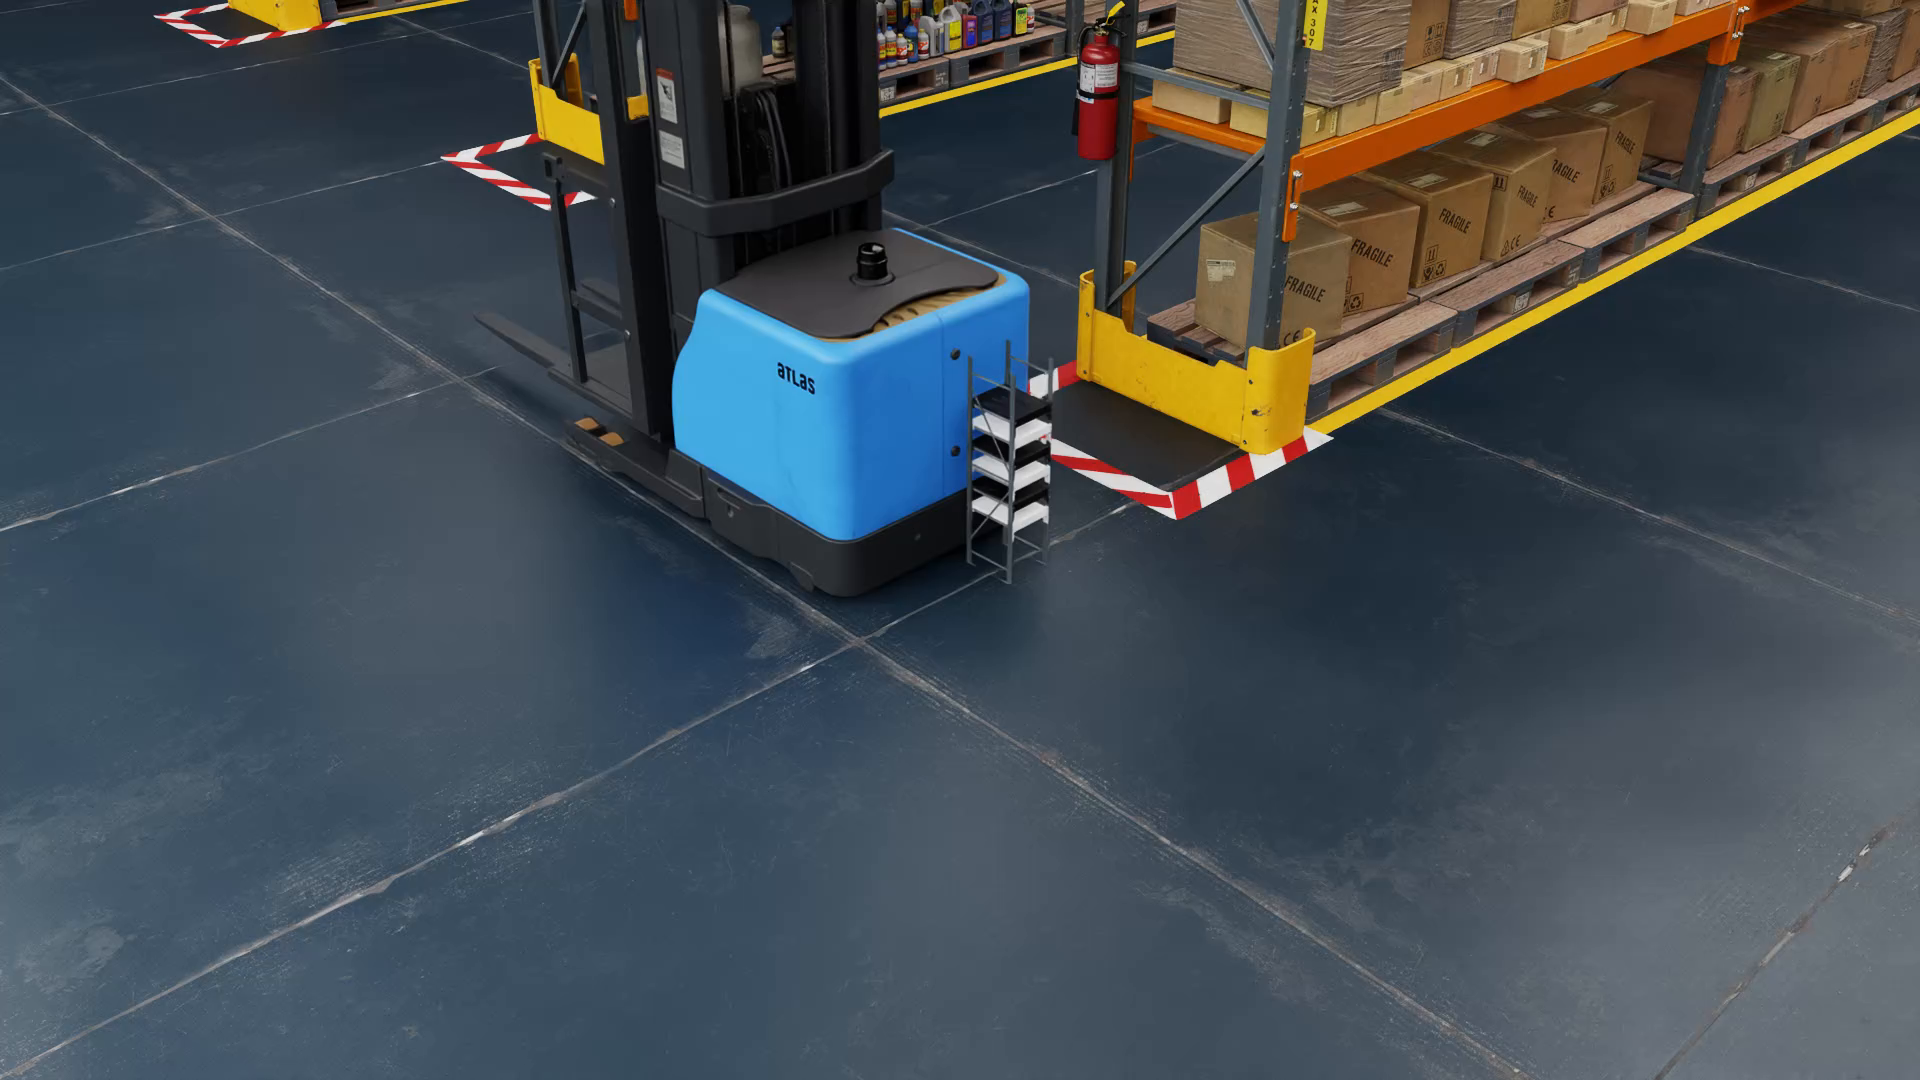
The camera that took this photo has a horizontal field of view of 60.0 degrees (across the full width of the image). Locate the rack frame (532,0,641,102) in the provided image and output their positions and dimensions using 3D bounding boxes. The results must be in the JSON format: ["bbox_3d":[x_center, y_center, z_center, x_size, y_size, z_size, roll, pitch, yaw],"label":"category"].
[{"bbox_3d":[-2.363,-3.794,10.080,0.127,3.000,1.000,-26,40,-35],"label":"rack frame"}]

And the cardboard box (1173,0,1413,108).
[{"bbox_3d":[1.426,-2.254,7.180,0.500,0.500,0.875,-26,40,-35],"label":"cardboard box"}]

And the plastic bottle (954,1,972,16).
[{"bbox_3d":[0.034,-3.880,12.409,0.135,0.276,0.152,-26,40,-35],"label":"plastic bottle"}]

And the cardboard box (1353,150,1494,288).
[{"bbox_3d":[2.361,-1.667,8.595,0.500,0.500,0.500,-22,38,-31],"label":"cardboard box"}]

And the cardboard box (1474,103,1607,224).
[{"bbox_3d":[3.202,-2.099,9.300,0.500,0.500,0.500,-13,34,-21],"label":"cardboard box"}]

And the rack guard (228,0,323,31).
[{"bbox_3d":[-5.746,-4.616,13.819,0.348,0.500,1.175,-26,40,-35],"label":"rack guard"}]

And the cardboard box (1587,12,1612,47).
[{"bbox_3d":[3.029,-2.598,8.365,0.250,0.149,0.380,-26,40,-35],"label":"cardboard box"}]

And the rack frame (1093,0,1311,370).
[{"bbox_3d":[1.004,-1.900,6.981,0.127,3.000,1.000,-26,40,-35],"label":"rack frame"}]

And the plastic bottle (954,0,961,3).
[{"bbox_3d":[-0.036,-4.226,13.046,0.097,0.201,0.097,0,31,0],"label":"plastic bottle"}]

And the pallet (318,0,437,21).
[{"bbox_3d":[-5.196,-4.788,14.378,1.213,0.211,1.003,-26,40,-35],"label":"pallet"}]

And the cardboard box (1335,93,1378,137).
[{"bbox_3d":[1.572,-1.884,7.196,0.250,0.149,0.380,-26,40,-35],"label":"cardboard box"}]

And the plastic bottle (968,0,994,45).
[{"bbox_3d":[0.153,-3.864,12.311,0.144,0.351,0.185,27,40,37],"label":"plastic bottle"}]

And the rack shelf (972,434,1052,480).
[{"bbox_3d":[0.186,-0.337,6.330,0.200,0.077,0.258,-27,41,-37],"label":"rack shelf"}]

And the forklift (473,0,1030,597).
[{"bbox_3d":[-1.097,-1.713,6.741,1.130,2.935,3.031,-26,40,-36],"label":"forklift"}]

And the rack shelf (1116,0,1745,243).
[{"bbox_3d":[2.471,-2.302,8.329,4.000,0.370,1.077,-26,40,-35],"label":"rack shelf"}]

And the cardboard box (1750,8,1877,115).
[{"bbox_3d":[5.584,-3.208,11.095,0.500,0.500,0.700,-22,38,-32],"label":"cardboard box"}]

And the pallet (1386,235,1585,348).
[{"bbox_3d":[2.574,-1.442,8.906,1.213,0.211,1.003,-26,40,-35],"label":"pallet"}]

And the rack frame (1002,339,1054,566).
[{"bbox_3d":[0.259,-0.326,6.421,0.006,0.900,0.240,-27,41,-37],"label":"rack frame"}]

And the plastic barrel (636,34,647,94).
[{"bbox_3d":[-1.933,-3.175,11.049,0.421,0.512,0.421,0,31,0],"label":"plastic barrel"}]

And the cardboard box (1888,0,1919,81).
[{"bbox_3d":[6.393,-3.613,11.758,0.700,0.500,0.500,27,40,36],"label":"cardboard box"}]

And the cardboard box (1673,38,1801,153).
[{"bbox_3d":[4.765,-2.811,10.447,0.500,0.500,0.700,-26,40,-36],"label":"cardboard box"}]

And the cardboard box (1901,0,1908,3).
[{"bbox_3d":[6.400,-3.929,11.556,0.500,0.250,0.500,-24,39,-34],"label":"cardboard box"}]

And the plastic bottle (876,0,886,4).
[{"bbox_3d":[-0.592,-4.005,12.606,0.133,0.283,0.061,-24,39,-33],"label":"plastic bottle"}]

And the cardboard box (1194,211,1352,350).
[{"bbox_3d":[1.474,-1.228,7.876,0.500,0.500,0.500,-18,36,-27],"label":"cardboard box"}]

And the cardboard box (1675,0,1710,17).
[{"bbox_3d":[3.790,-2.938,8.920,0.250,0.149,0.380,-26,40,-35],"label":"cardboard box"}]

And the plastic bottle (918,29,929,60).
[{"bbox_3d":[-0.274,-3.577,11.985,0.097,0.201,0.097,0,31,0],"label":"plastic bottle"}]

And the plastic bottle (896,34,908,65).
[{"bbox_3d":[-0.425,-3.504,11.866,0.097,0.201,0.097,0,31,0],"label":"plastic bottle"}]

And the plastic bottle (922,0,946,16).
[{"bbox_3d":[-0.206,-4.088,12.678,0.185,0.351,0.144,-26,40,-35],"label":"plastic bottle"}]

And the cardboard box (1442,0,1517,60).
[{"bbox_3d":[2.107,-2.638,7.808,0.500,0.500,0.875,-26,40,-35],"label":"cardboard box"}]

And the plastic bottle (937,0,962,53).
[{"bbox_3d":[-0.084,-3.749,12.124,0.185,0.351,0.144,-26,40,-36],"label":"plastic bottle"}]

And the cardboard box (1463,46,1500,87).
[{"bbox_3d":[2.287,-2.248,7.792,0.250,0.149,0.380,-26,40,-35],"label":"cardboard box"}]

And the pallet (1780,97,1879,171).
[{"bbox_3d":[5.402,-2.841,11.193,1.213,0.211,1.003,-26,40,-35],"label":"pallet"}]

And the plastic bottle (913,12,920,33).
[{"bbox_3d":[-0.279,-3.705,12.116,0.133,0.283,0.061,-26,40,-35],"label":"plastic bottle"}]

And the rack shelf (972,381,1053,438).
[{"bbox_3d":[0.186,-0.491,6.236,0.200,0.077,0.258,-27,41,-37],"label":"rack shelf"}]

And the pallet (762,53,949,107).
[{"bbox_3d":[-0.846,-3.366,12.053,1.213,0.211,1.003,-26,40,-35],"label":"pallet"}]

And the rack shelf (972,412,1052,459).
[{"bbox_3d":[0.186,-0.414,6.283,0.200,0.077,0.258,-27,41,-37],"label":"rack shelf"}]

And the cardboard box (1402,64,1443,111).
[{"bbox_3d":[1.935,-2.063,7.490,0.250,0.149,0.380,-26,40,-35],"label":"cardboard box"}]

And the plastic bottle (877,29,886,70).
[{"bbox_3d":[-0.571,-3.464,11.732,0.097,0.271,0.097,0,31,0],"label":"plastic bottle"}]

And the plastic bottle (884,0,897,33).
[{"bbox_3d":[-0.525,-3.976,12.570,0.097,0.271,0.097,0,31,0],"label":"plastic bottle"}]

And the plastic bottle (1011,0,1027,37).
[{"bbox_3d":[0.441,-3.945,12.509,0.133,0.283,0.061,-24,39,-33],"label":"plastic bottle"}]

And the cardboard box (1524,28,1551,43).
[{"bbox_3d":[2.634,-2.437,8.101,0.250,0.149,0.380,-26,40,-35],"label":"cardboard box"}]

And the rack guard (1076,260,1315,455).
[{"bbox_3d":[1.060,-0.860,7.678,0.348,0.500,1.175,-26,40,-35],"label":"rack guard"}]

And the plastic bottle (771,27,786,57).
[{"bbox_3d":[-1.315,-3.607,12.035,0.097,0.201,0.097,0,31,0],"label":"plastic bottle"}]

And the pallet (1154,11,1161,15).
[{"bbox_3d":[2.014,-4.752,14.319,1.213,0.211,1.003,-26,40,-35],"label":"pallet"}]

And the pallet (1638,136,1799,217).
[{"bbox_3d":[4.507,-2.406,10.482,1.213,0.211,1.003,-26,40,-35],"label":"pallet"}]

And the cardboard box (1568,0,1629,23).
[{"bbox_3d":[2.877,-2.972,8.355,0.500,0.500,0.875,-26,40,-35],"label":"cardboard box"}]

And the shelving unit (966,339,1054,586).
[{"bbox_3d":[0.186,-0.289,6.360,0.210,0.900,0.258,-27,41,-37],"label":"shelving unit"}]

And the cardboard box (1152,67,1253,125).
[{"bbox_3d":[1.073,-1.973,7.341,0.250,0.149,0.380,-26,40,-35],"label":"cardboard box"}]

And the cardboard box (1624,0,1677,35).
[{"bbox_3d":[3.458,-2.741,8.597,0.250,0.149,0.380,-26,40,-35],"label":"cardboard box"}]
